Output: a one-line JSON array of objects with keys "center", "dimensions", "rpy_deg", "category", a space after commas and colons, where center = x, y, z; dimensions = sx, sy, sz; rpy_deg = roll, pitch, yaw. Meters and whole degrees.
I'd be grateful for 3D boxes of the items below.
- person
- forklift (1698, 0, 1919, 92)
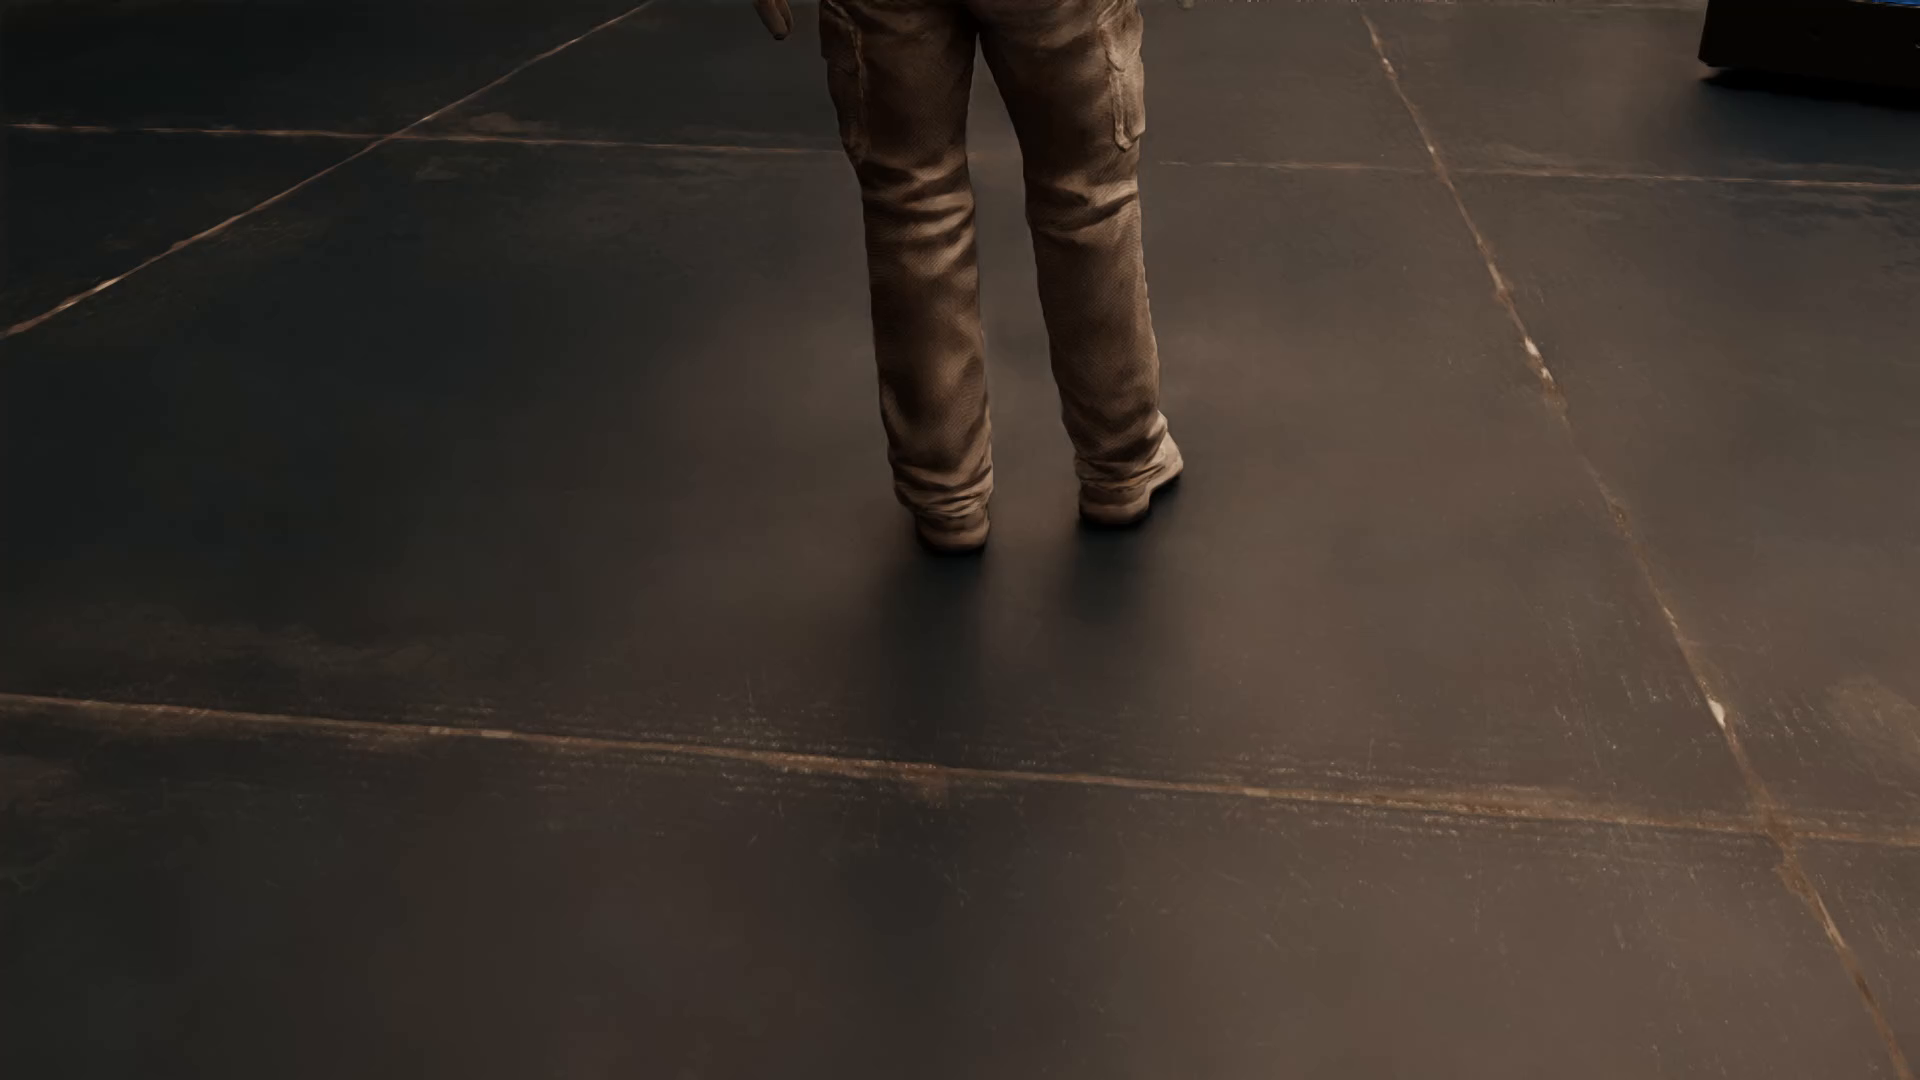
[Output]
[{"center": [0.017, -0.836, 2.162], "dimensions": [0.655, 1.782, 0.576], "rpy_deg": [3, 27, 7], "category": "person"}, {"center": [3.825, -3.187, 5.605], "dimensions": [1.130, 2.935, 3.031], "rpy_deg": [22, 34, 37], "category": "forklift"}]
